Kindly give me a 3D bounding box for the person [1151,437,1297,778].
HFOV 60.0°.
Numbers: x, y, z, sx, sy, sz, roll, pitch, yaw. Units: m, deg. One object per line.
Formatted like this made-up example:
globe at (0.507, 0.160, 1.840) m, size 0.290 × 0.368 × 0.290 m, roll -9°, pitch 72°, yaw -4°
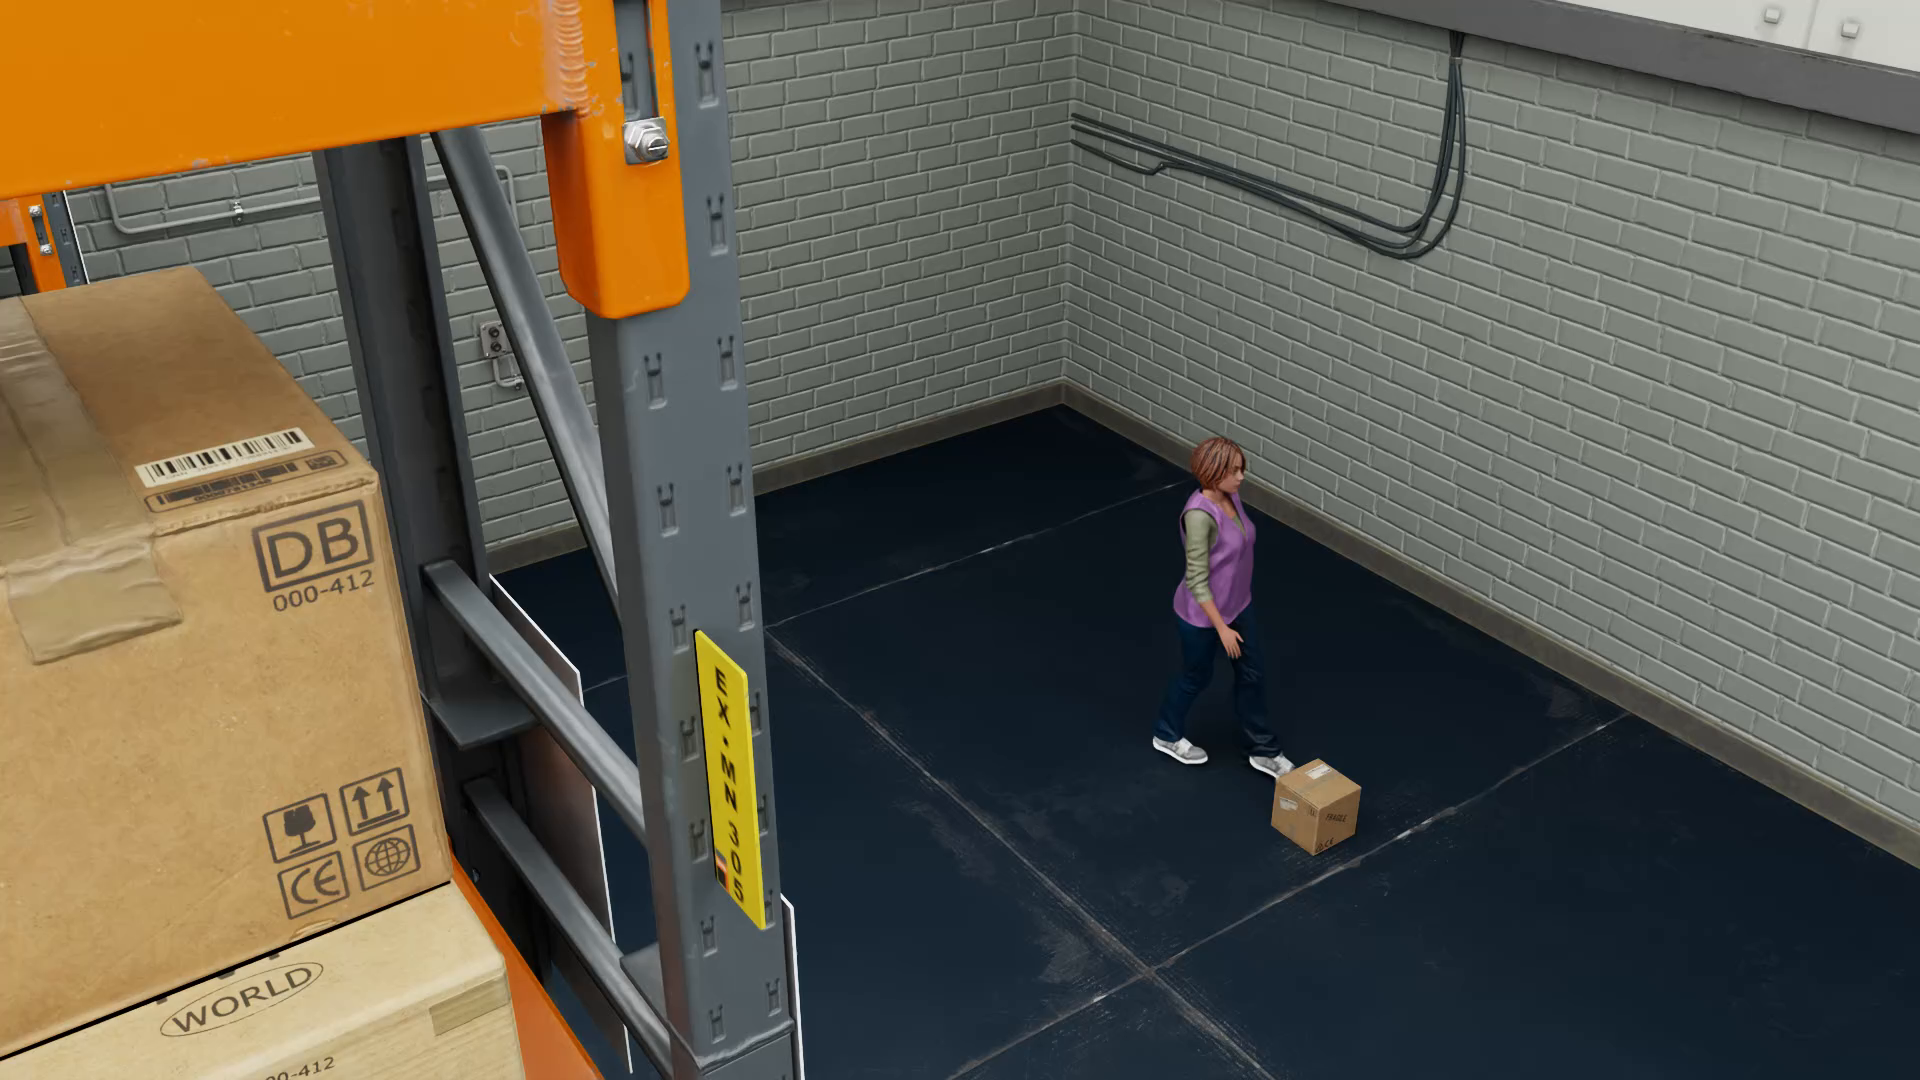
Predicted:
person at (1.161, 0.334, 7.017) m, size 0.718 × 1.582 × 0.470 m, roll 20°, pitch 35°, yaw 32°
